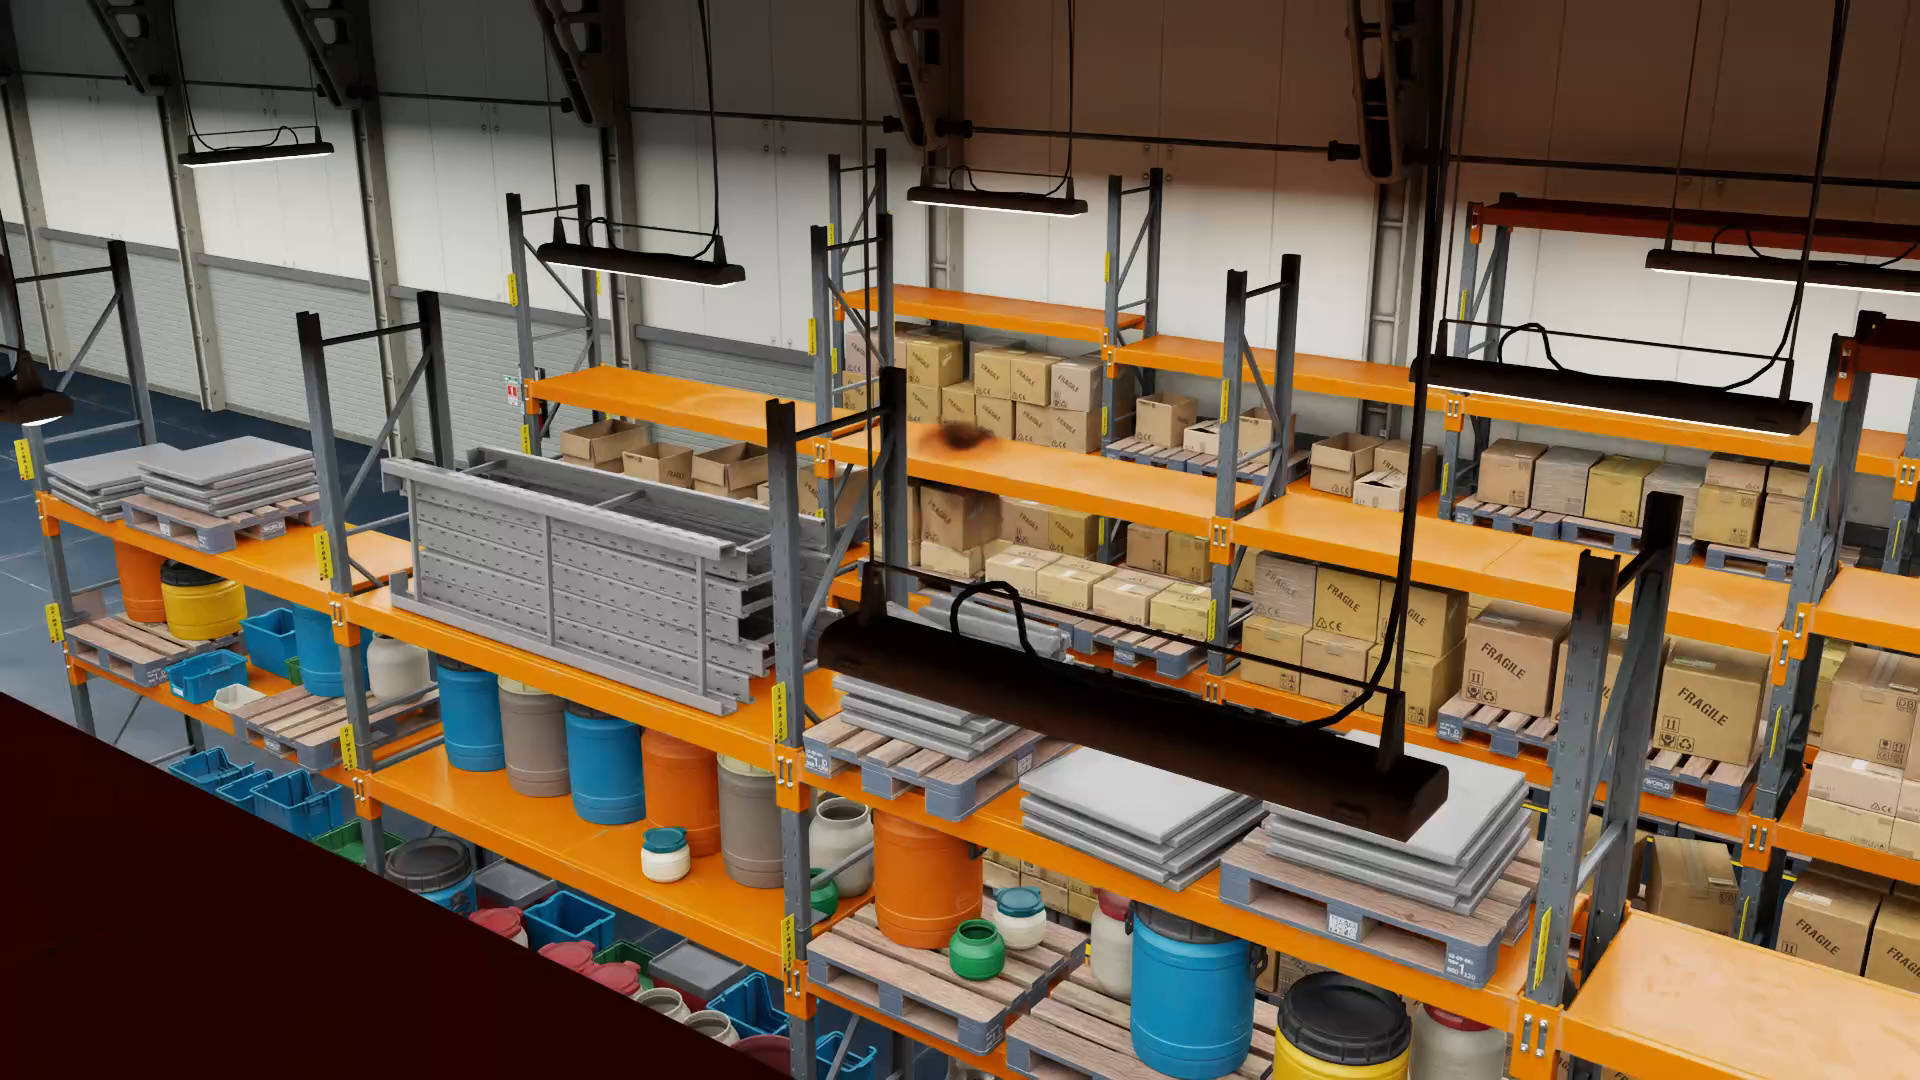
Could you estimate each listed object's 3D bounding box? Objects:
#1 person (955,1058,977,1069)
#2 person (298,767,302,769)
[{"bbox_3d":[0.068,3.519,11.992,0.946,1.812,0.601,16,24,39],"label":"person"},{"bbox_3d":[-6.947,1.658,17.697,0.498,1.595,0.517,-6,19,-18],"label":"person"}]
